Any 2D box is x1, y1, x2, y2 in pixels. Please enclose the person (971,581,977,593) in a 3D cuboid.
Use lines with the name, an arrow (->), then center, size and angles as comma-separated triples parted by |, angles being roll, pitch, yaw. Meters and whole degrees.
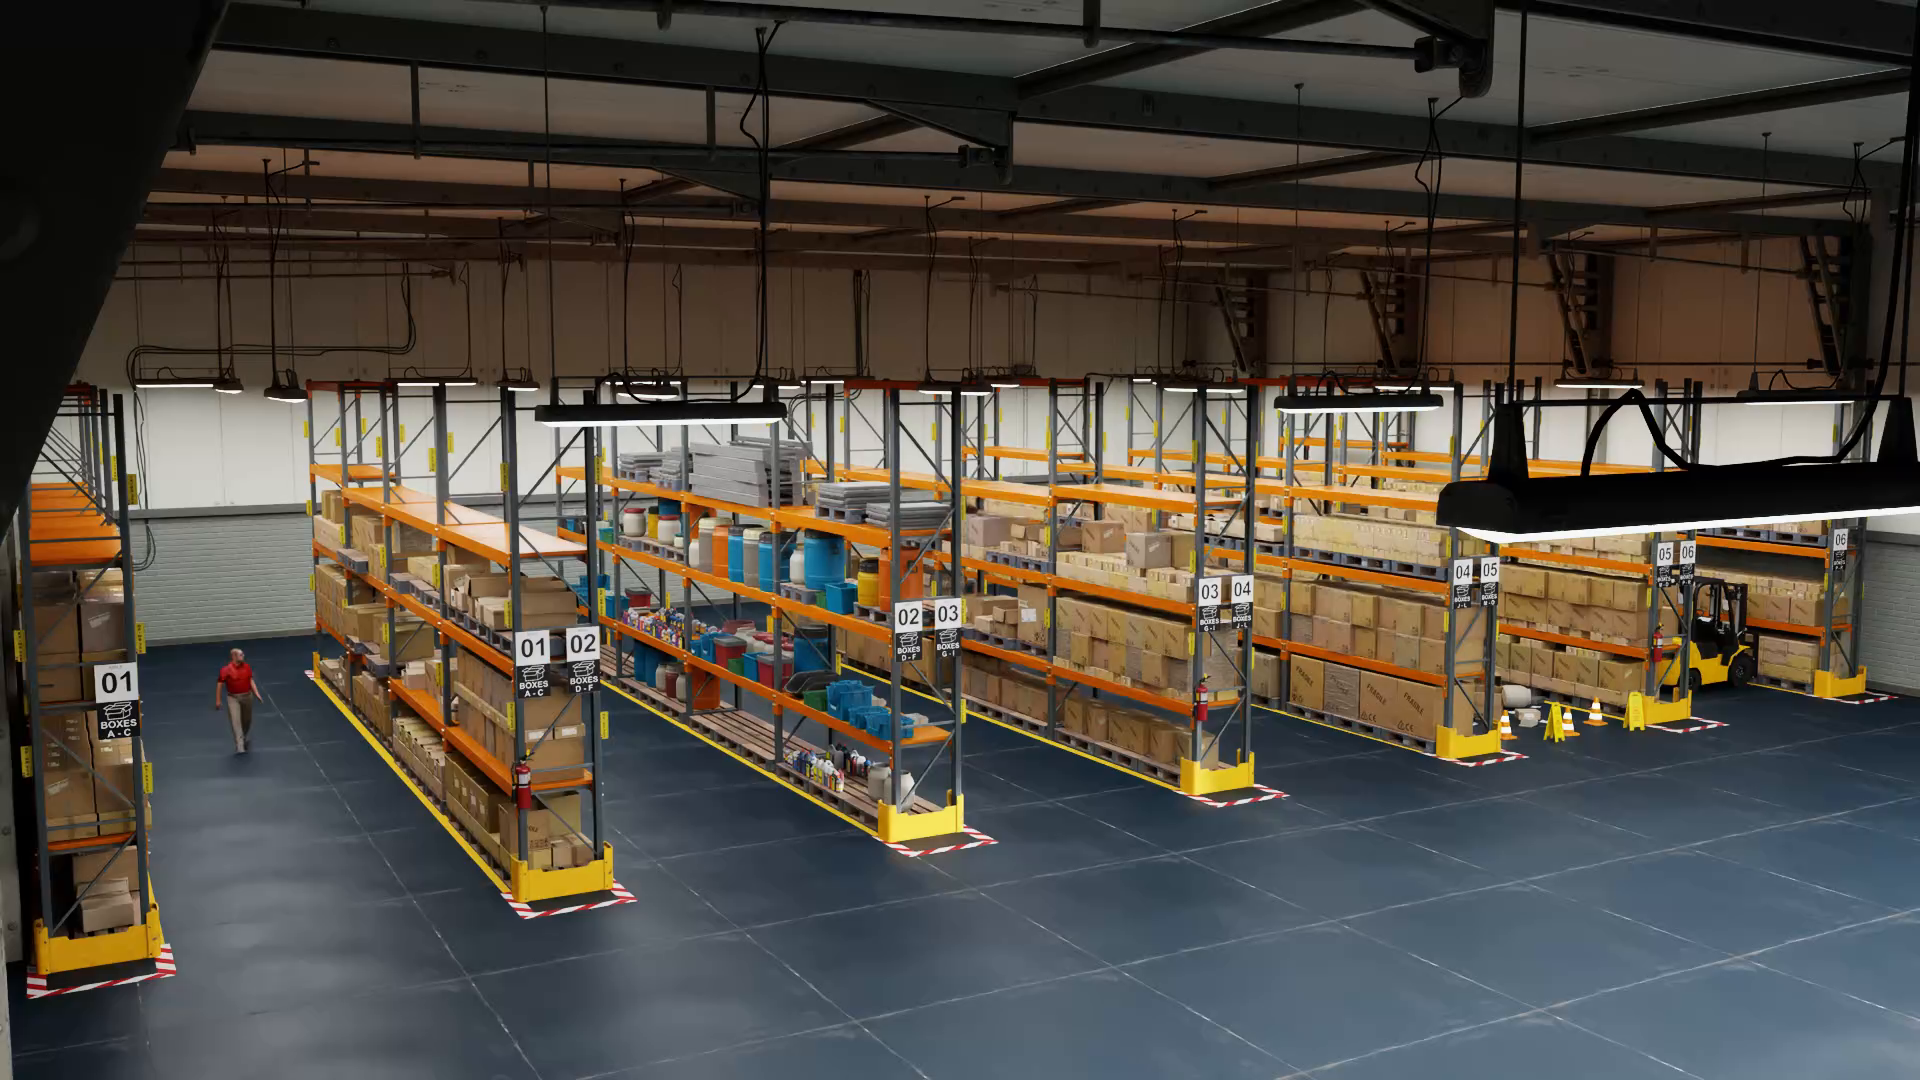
person -> 0.361, 1.629, 34.428 | 0.480, 1.585, 0.987 | -4, 7, -32

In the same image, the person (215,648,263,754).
person -> -11.819, 2.605, 27.234 | 0.728, 1.677, 1.072 | -4, 7, -33
